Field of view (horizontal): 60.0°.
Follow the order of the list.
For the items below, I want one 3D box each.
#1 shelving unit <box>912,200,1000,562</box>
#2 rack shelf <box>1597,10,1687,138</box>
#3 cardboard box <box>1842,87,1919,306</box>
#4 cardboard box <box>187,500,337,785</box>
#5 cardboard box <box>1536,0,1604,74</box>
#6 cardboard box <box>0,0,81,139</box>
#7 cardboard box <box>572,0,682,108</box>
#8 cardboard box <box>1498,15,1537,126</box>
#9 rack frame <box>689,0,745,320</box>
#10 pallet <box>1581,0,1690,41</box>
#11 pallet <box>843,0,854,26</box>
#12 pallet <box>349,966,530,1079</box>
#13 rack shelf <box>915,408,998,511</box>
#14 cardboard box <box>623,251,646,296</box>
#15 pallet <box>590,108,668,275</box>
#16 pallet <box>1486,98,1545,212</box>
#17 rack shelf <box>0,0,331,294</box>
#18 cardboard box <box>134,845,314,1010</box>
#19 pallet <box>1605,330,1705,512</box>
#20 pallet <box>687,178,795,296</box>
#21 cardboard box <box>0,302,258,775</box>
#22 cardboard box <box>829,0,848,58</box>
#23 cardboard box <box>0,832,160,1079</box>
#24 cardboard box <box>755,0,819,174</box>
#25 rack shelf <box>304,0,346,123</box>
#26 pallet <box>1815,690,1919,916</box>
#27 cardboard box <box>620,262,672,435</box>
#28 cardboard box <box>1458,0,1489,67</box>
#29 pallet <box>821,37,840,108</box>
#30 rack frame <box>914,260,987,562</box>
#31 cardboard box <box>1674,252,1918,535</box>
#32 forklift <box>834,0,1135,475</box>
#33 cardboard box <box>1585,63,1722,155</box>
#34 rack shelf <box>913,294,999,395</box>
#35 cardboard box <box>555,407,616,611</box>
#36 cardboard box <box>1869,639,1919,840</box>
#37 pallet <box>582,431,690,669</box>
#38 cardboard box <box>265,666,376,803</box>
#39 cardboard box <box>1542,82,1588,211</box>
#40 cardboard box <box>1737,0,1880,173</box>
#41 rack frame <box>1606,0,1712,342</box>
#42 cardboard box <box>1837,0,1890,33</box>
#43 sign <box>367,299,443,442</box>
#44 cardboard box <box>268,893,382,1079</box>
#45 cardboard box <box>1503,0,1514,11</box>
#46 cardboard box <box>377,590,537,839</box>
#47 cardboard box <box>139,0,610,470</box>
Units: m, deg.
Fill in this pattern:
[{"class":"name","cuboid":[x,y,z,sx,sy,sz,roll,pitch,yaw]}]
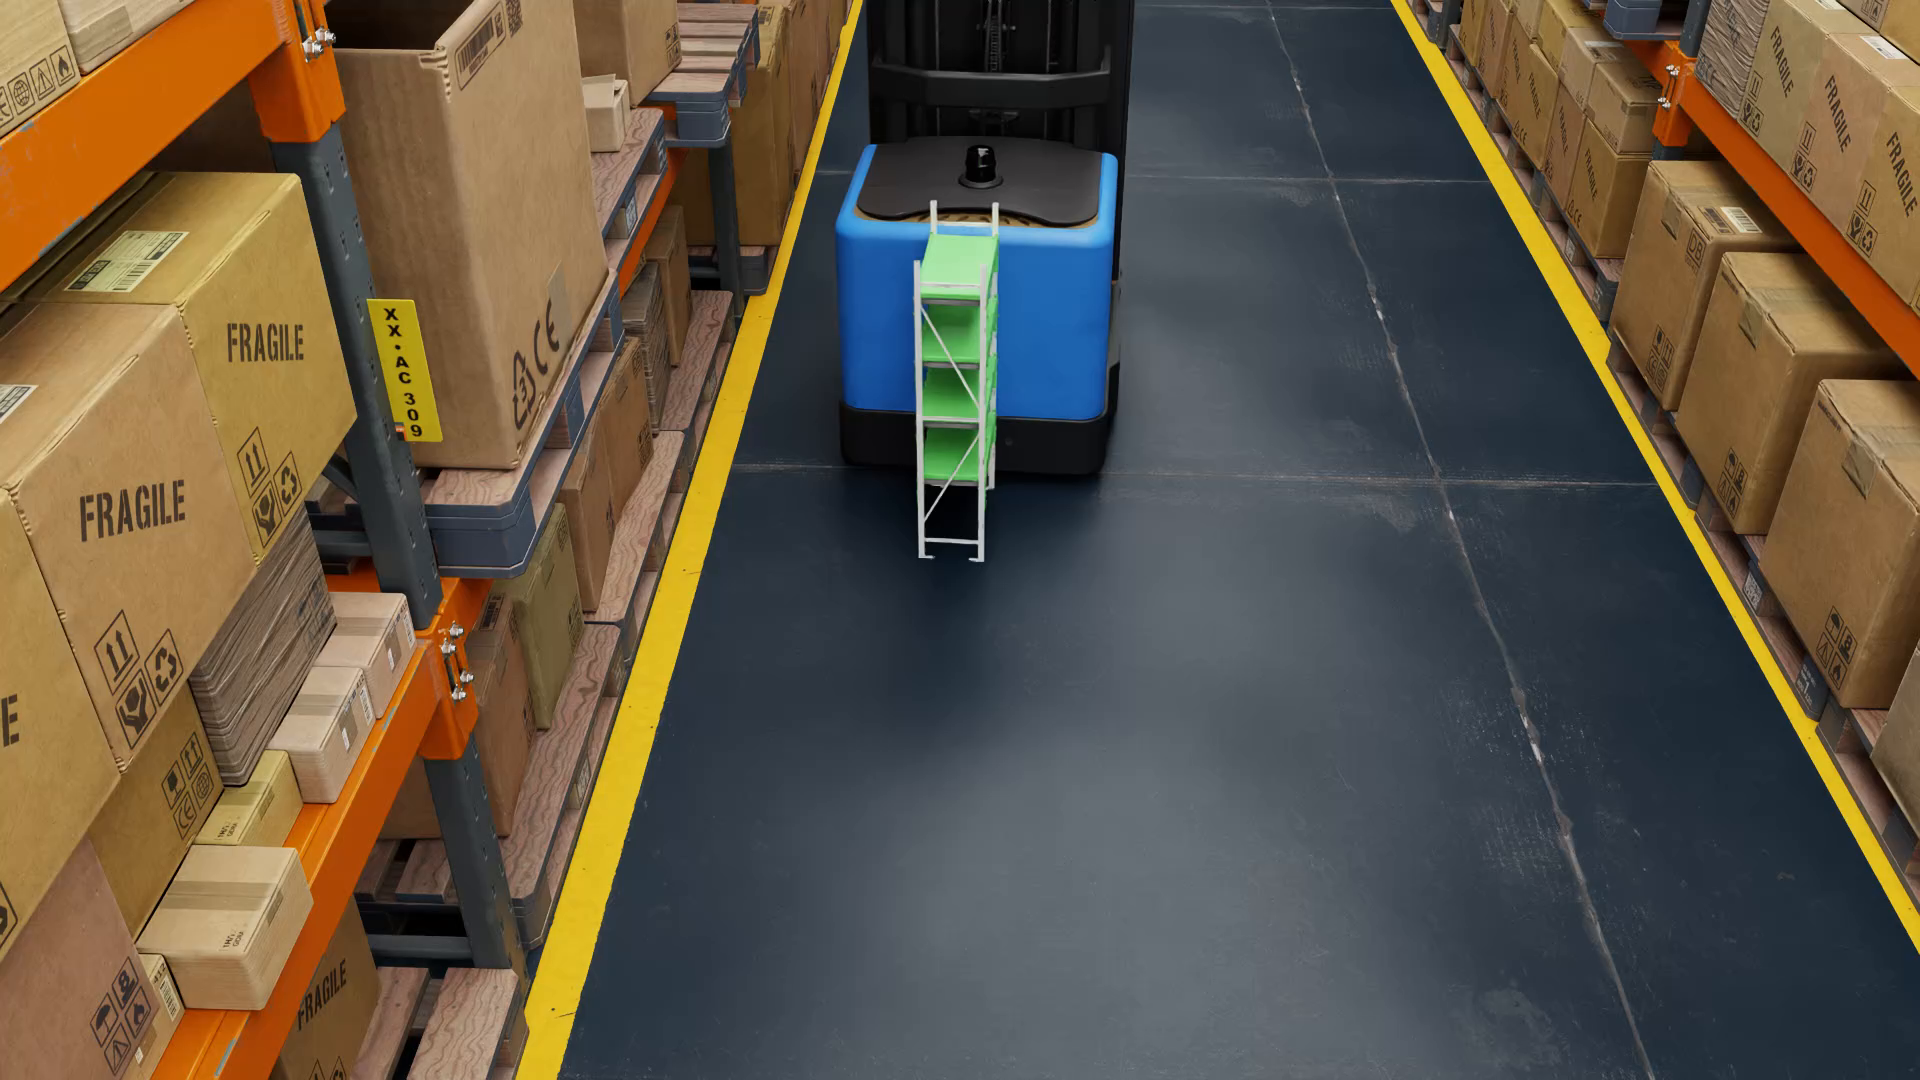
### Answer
[{"class":"shelving unit","cuboid":[-0.008,-0.559,6.002,0.258,1.200,0.503,3,35,5]},{"class":"rack shelf","cuboid":[3.523,-2.974,8.499,1.077,0.370,4.000,1,35,2]},{"class":"cardboard box","cuboid":[3.095,-1.041,5.035,0.500,0.500,0.500,1,35,1]},{"class":"cardboard box","cuboid":[-1.750,0.100,3.153,0.875,0.500,0.500,1,35,2]},{"class":"cardboard box","cuboid":[3.254,-2.556,8.435,0.500,0.250,0.500,2,35,3]},{"class":"cardboard box","cuboid":[-1.459,-0.592,2.006,0.500,0.250,0.500,2,35,3]},{"class":"cardboard box","cuboid":[-1.413,-1.871,5.851,0.700,0.500,0.500,6,36,9]},{"class":"cardboard box","cuboid":[3.282,-2.543,9.069,0.500,0.500,0.500,2,35,3]},{"class":"rack frame","cuboid":[-1.509,-2.292,6.903,1.000,3.000,0.127,1,35,2]},{"class":"pallet","cuboid":[3.365,-2.453,7.298,1.213,0.211,1.003,1,35,2]},{"class":"pallet","cuboid":[-1.240,-3.884,11.594,1.003,0.211,1.213,1,35,2]},{"class":"pallet","cuboid":[-1.661,1.534,3.884,1.003,0.211,1.213,1,35,2]},{"class":"rack shelf","cuboid":[-0.008,-0.310,6.177,0.258,0.148,0.480,3,35,5]},{"class":"cardboard box","cuboid":[-1.517,-1.066,6.297,0.500,0.250,0.500,5,35,7]},{"class":"pallet","cuboid":[-1.548,-1.075,5.338,1.003,0.211,1.213,1,35,2]},{"class":"pallet","cuboid":[3.527,-2.127,9.092,1.003,0.211,1.213,1,35,2]},{"class":"rack shelf","cuboid":[-1.750,0.222,1.342,1.077,0.370,4.000,1,35,2]},{"class":"cardboard box","cuboid":[-1.373,0.671,2.905,0.380,0.149,0.250,1,35,2]},{"class":"pallet","cuboid":[3.336,-0.527,6.817,1.003,0.211,1.213,1,35,2]},{"class":"pallet","cuboid":[-1.402,-1.603,8.347,1.003,0.211,1.213,1,35,2]},{"class":"cardboard box","cuboid":[-1.432,-0.014,2.445,0.500,0.500,0.500,1,35,2]},{"class":"cardboard box","cuboid":[-1.354,-3.525,10.139,1.225,0.875,0.875,1,35,2]},{"class":"cardboard box","cuboid":[-1.724,0.677,2.333,0.875,0.500,0.500,1,35,2]},{"class":"cardboard box","cuboid":[-1.417,-2.503,8.685,1.225,0.875,0.875,1,35,2]},{"class":"rack shelf","cuboid":[-1.589,-2.076,4.612,1.077,0.370,4.000,1,35,2]},{"class":"pallet","cuboid":[3.238,0.874,4.822,1.003,0.211,1.213,1,35,2]},{"class":"cardboard box","cuboid":[-1.526,-0.745,6.493,0.700,0.500,0.500,-1,35,-2]},{"class":"cardboard box","cuboid":[3.309,-3.148,9.930,0.500,0.500,0.500,3,35,4]},{"class":"pallet","cuboid":[-1.304,-3.004,10.341,1.003,0.211,1.213,1,35,2]},{"class":"rack frame","cuboid":[-0.032,-0.419,5.803,0.240,1.200,0.015,3,35,5]},{"class":"cardboard box","cuboid":[3.297,-0.521,5.974,1.050,0.750,0.750,2,35,3]},{"class":"forklift","cuboid":[0.187,-2.285,6.952,1.130,2.935,3.031,3,35,5]},{"class":"cardboard box","cuboid":[3.208,-1.974,7.607,0.500,0.250,0.500,1,35,1]},{"class":"rack shelf","cuboid":[-0.008,-0.703,5.901,0.258,0.148,0.480,3,35,5]},{"class":"cardboard box","cuboid":[-1.564,-0.099,5.573,0.700,0.500,0.500,-2,35,-2]},{"class":"cardboard box","cuboid":[3.217,0.568,4.424,1.050,0.750,0.750,1,35,2]},{"class":"pallet","cuboid":[-1.594,-0.003,6.071,1.003,0.211,1.213,1,35,2]},{"class":"cardboard box","cuboid":[-1.404,0.382,3.316,0.380,0.149,0.250,1,35,2]},{"class":"cardboard box","cuboid":[3.233,-1.951,8.226,0.500,0.500,0.500,3,35,4]},{"class":"cardboard box","cuboid":[3.137,-1.617,5.855,0.500,0.500,0.500,1,35,1]},{"class":"rack frame","cuboid":[3.443,-2.120,6.657,1.000,3.000,0.127,1,35,2]},{"class":"cardboard box","cuboid":[3.396,-2.021,5.561,0.700,0.500,0.500,1,35,1]},{"class":"sign","cuboid":[-1.127,-0.340,3.372,0.100,0.325,0.005,1,35,2]},{"class":"cardboard box","cuboid":[-1.726,1.086,3.905,0.500,0.500,0.500,0,35,0]},{"class":"cardboard box","cuboid":[3.291,-3.149,9.279,0.500,0.250,0.500,2,35,3]},{"class":"cardboard box","cuboid":[-1.624,0.496,4.726,0.700,0.500,0.500,-1,35,-2]},{"class":"cardboard box","cuboid":[-1.498,-0.865,3.984,1.000,1.000,1.000,2,35,2]}]
